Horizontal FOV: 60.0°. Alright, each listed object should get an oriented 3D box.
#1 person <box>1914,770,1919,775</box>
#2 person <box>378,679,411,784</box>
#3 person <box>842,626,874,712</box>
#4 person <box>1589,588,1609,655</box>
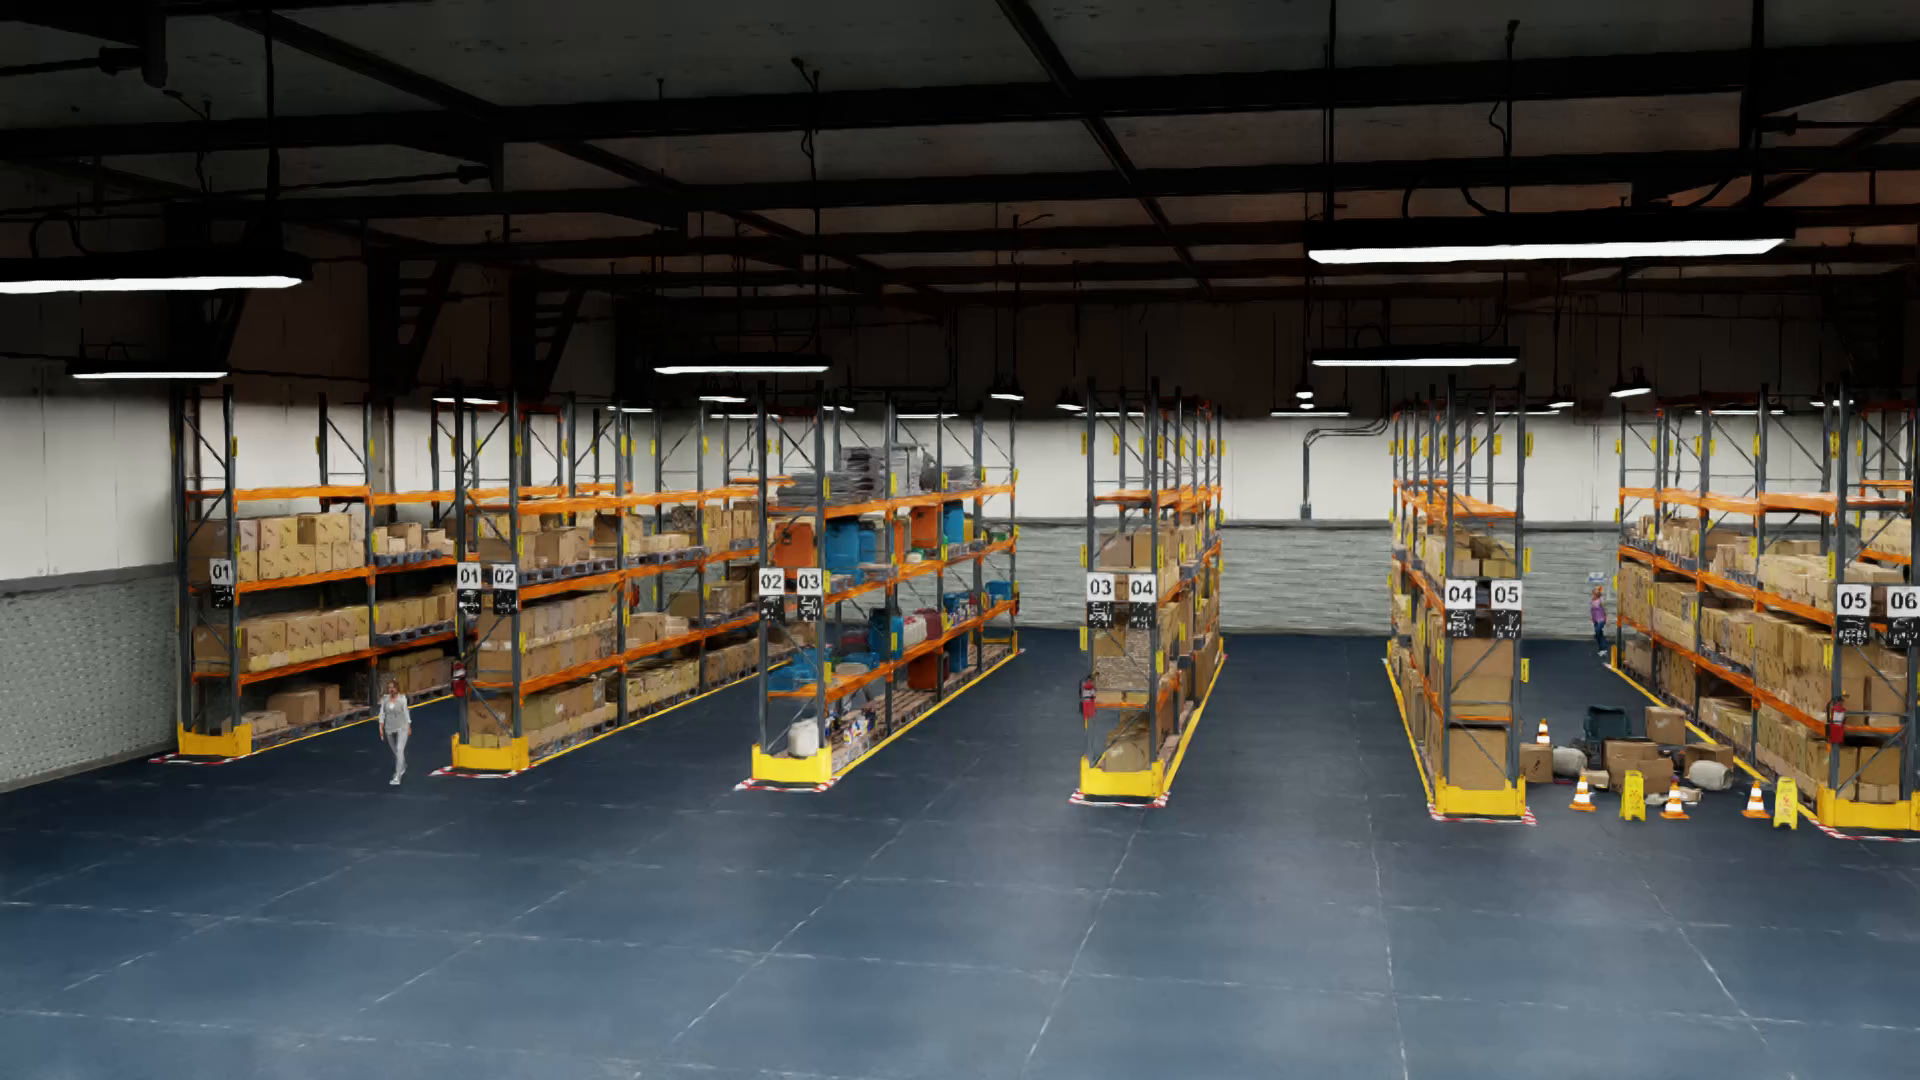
[{"bbox_3d":[14.633,2.716,24.948,0.586,1.748,0.654,3,4,43],"label":"person"},{"bbox_3d":[-8.433,2.832,24.818,0.411,1.534,0.956,0,3,3],"label":"person"},{"bbox_3d":[-1.919,2.426,31.483,0.463,1.619,0.929,2,4,28],"label":"person"},{"bbox_3d":[15.418,1.959,40.030,0.460,1.586,0.529,-1,3,-19],"label":"person"}]
